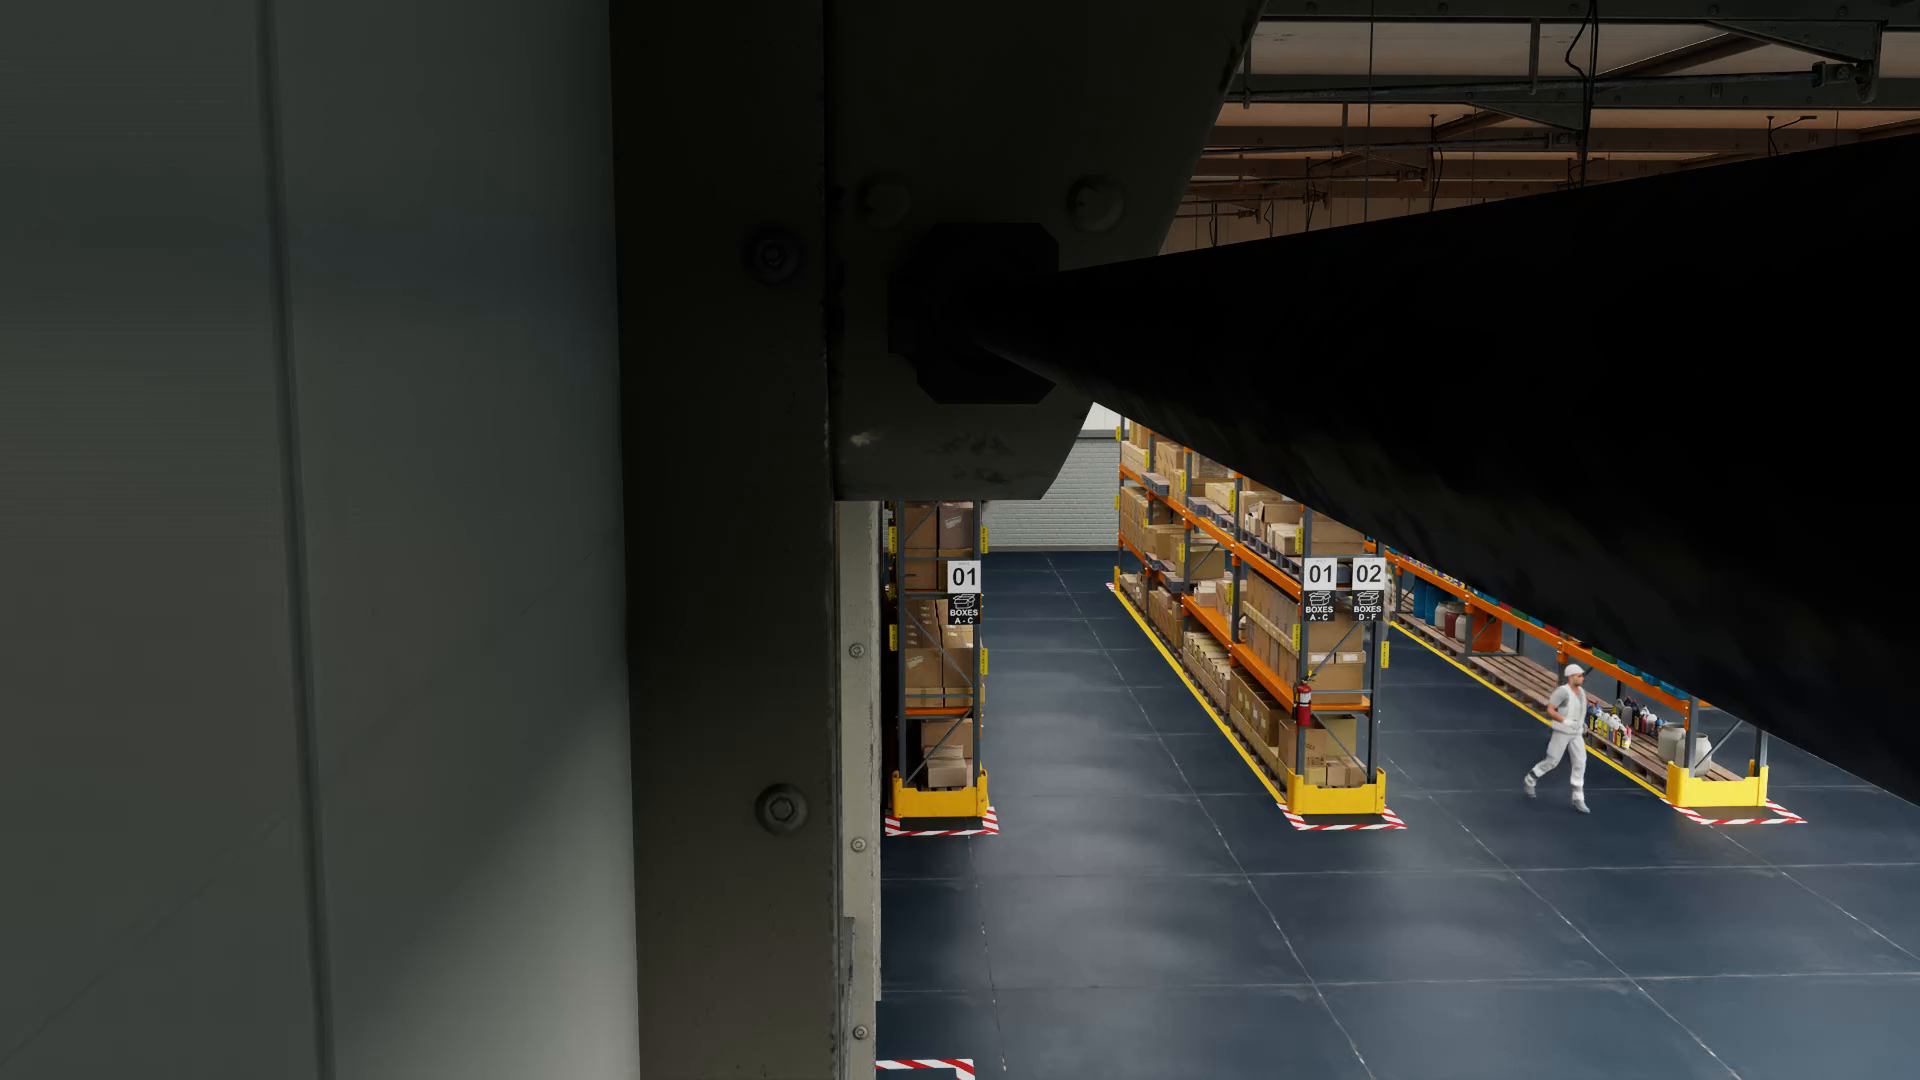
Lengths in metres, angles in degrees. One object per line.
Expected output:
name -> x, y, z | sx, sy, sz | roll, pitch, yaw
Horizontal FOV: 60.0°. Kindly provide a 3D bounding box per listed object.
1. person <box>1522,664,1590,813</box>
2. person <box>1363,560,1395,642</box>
person -> 7.665, 2.444, 20.904 | 0.725, 1.772, 0.966 | -4, 9, -27
person -> 7.632, 1.160, 30.268 | 0.605, 1.672, 0.840 | -1, 8, -7
